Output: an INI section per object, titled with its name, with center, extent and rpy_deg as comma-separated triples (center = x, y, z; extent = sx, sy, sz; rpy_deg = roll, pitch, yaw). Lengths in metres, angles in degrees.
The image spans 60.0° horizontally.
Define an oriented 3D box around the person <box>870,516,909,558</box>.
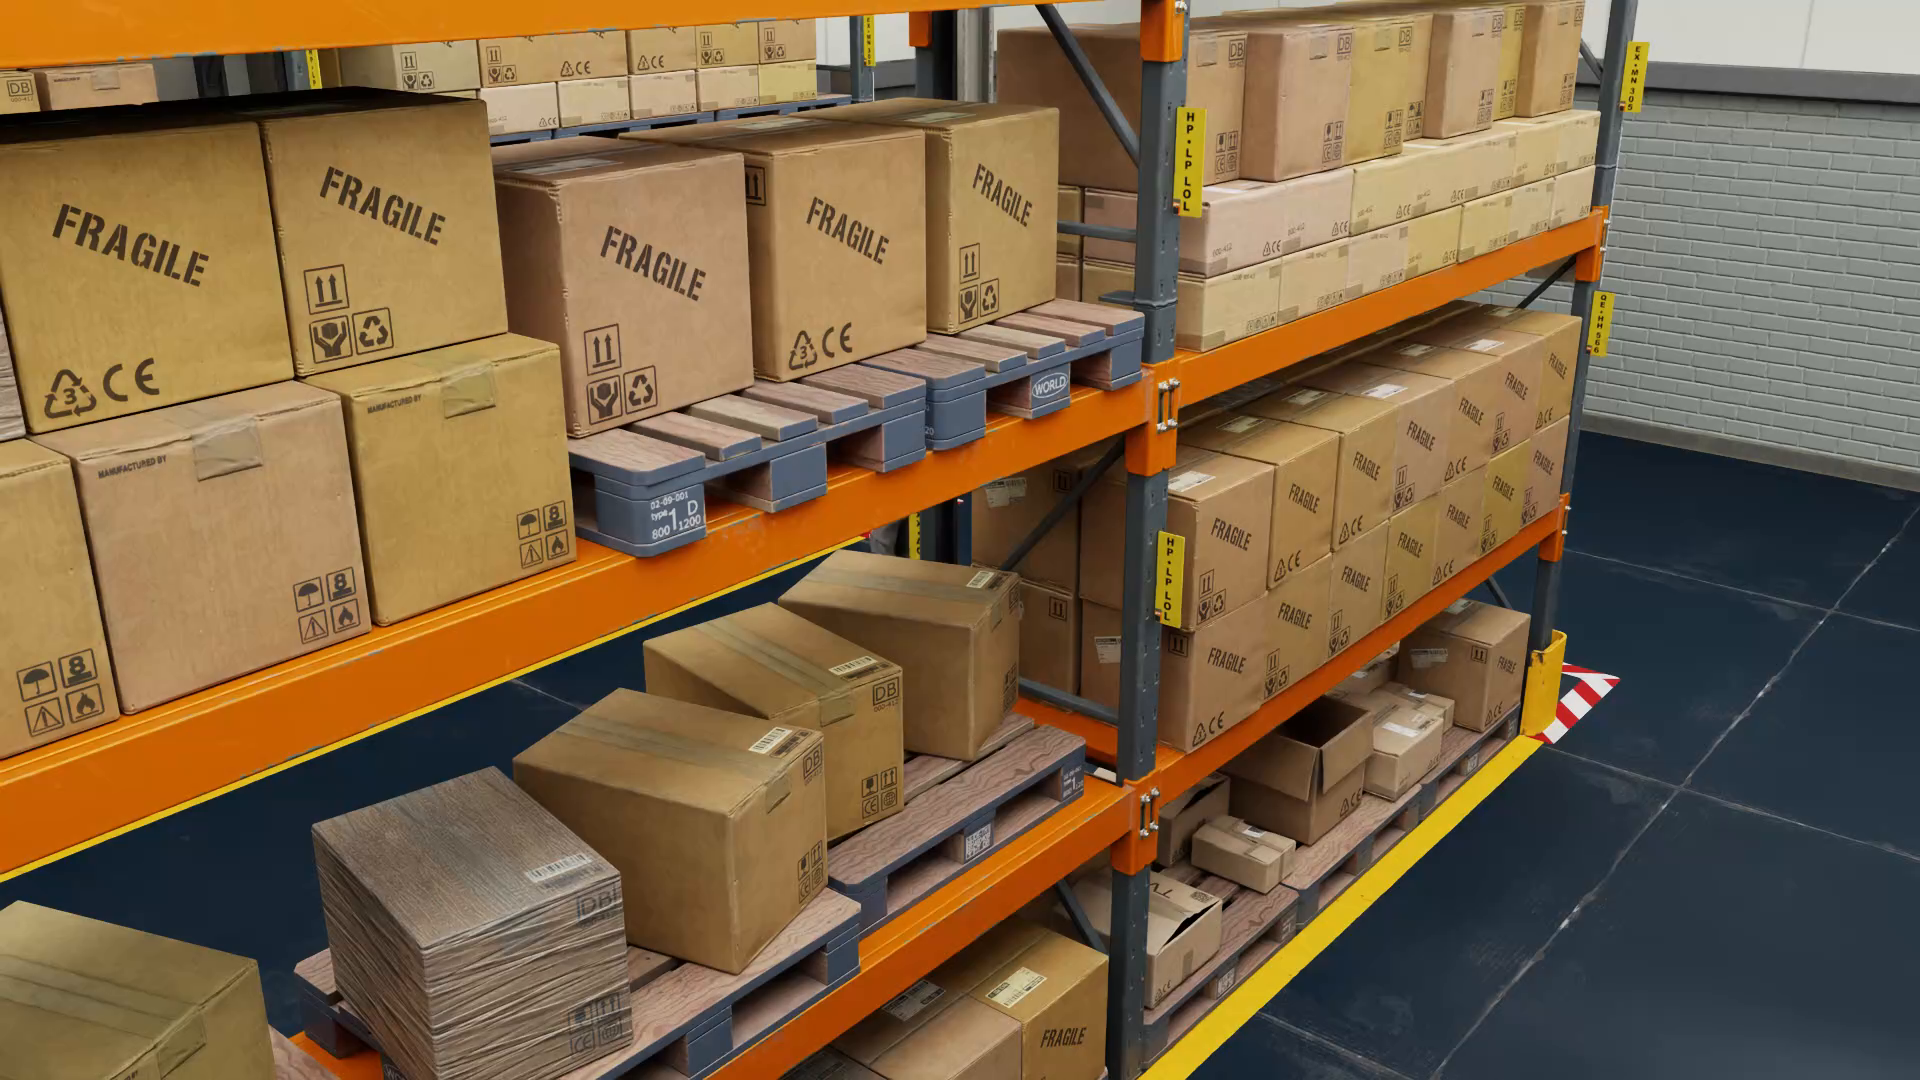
[person]
center = -0.405, -0.191, 10.064
extent = 0.340, 1.611, 0.575
rpy_deg = 16, 26, 37
